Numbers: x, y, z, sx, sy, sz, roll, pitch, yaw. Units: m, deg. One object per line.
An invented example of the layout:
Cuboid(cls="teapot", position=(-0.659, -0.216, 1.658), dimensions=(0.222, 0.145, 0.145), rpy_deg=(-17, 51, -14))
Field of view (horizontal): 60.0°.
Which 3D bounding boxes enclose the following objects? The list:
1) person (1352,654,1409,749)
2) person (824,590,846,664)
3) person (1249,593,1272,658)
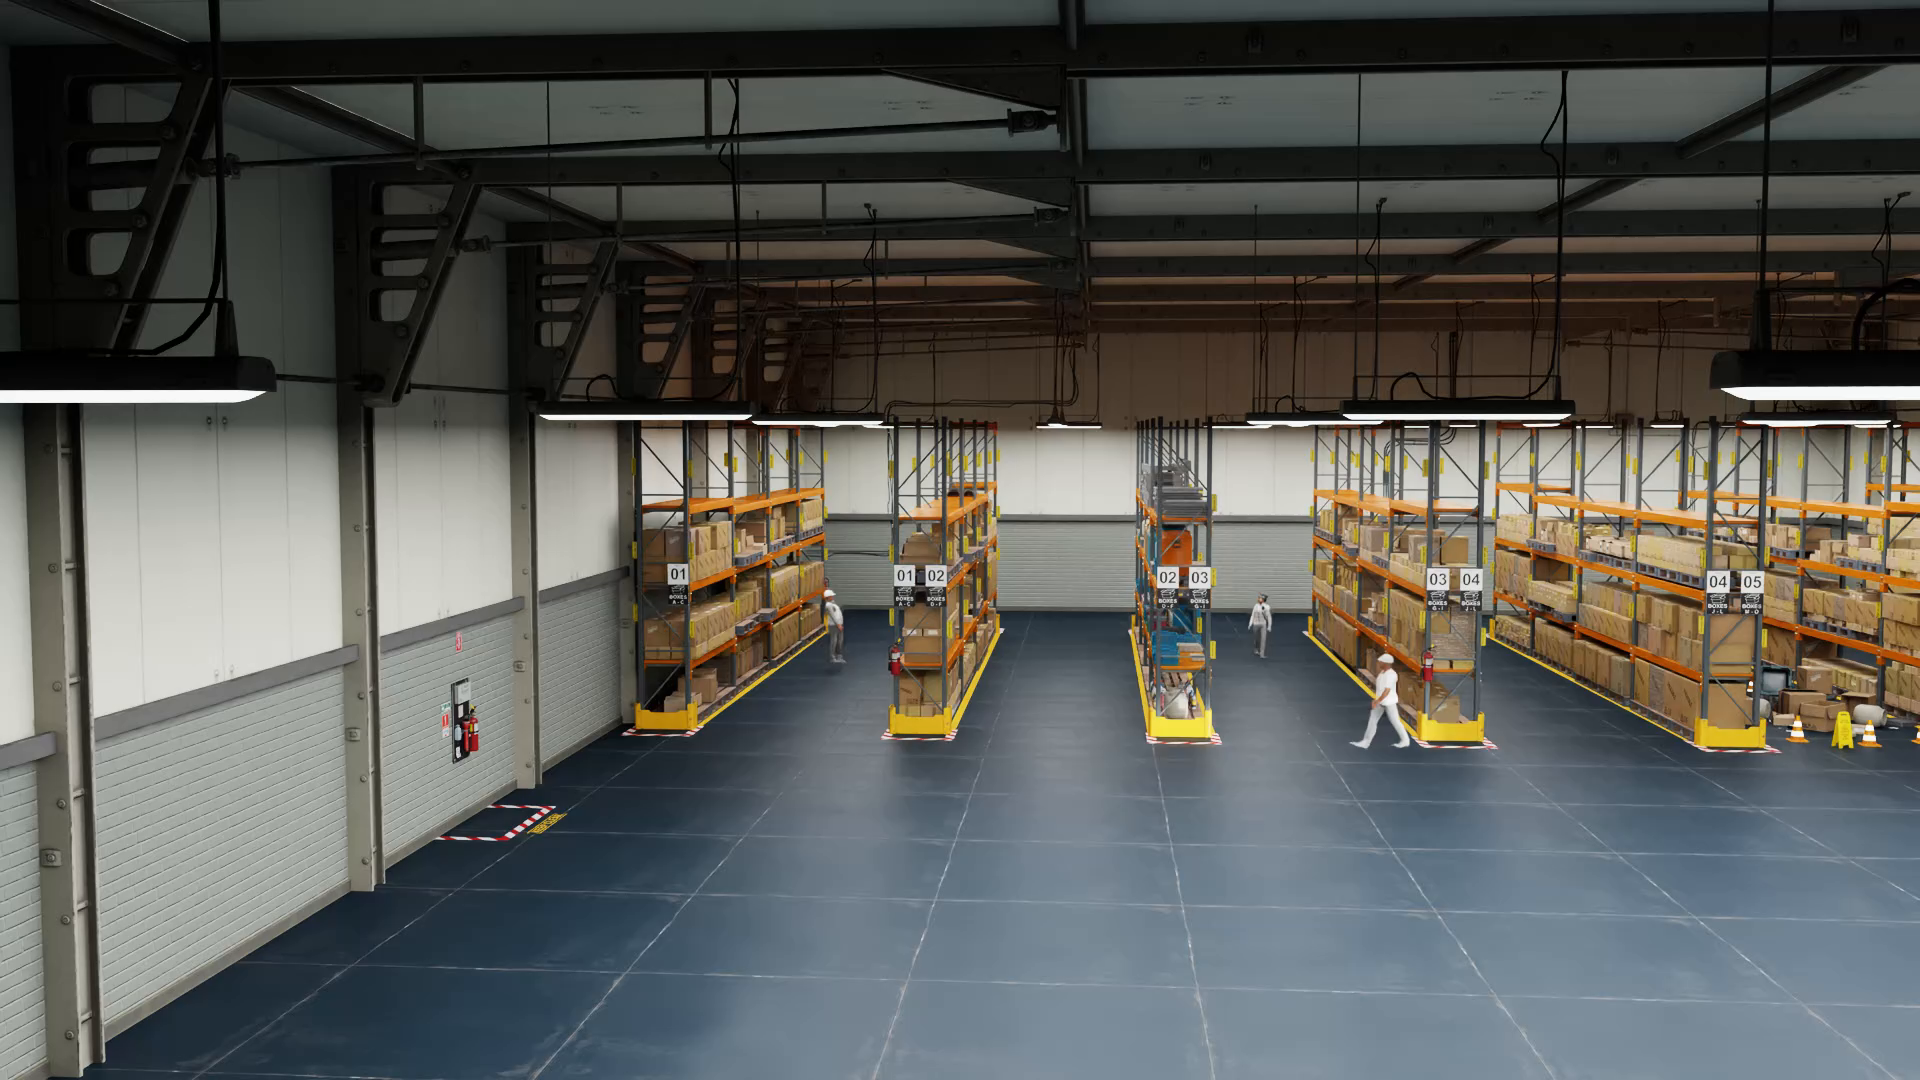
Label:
Cuboid(cls="person", position=(7.587, 2.907, 29.823), dimensions=(1.044, 1.720, 0.521), rpy_deg=(-2, 4, -22))
Cuboid(cls="person", position=(-3.005, 2.104, 40.186), dimensions=(0.600, 1.802, 0.566), rpy_deg=(2, 4, 24))
Cuboid(cls="person", position=(7.604, 2.148, 42.127), dimensions=(0.578, 1.645, 0.963), rpy_deg=(1, 4, 10))
